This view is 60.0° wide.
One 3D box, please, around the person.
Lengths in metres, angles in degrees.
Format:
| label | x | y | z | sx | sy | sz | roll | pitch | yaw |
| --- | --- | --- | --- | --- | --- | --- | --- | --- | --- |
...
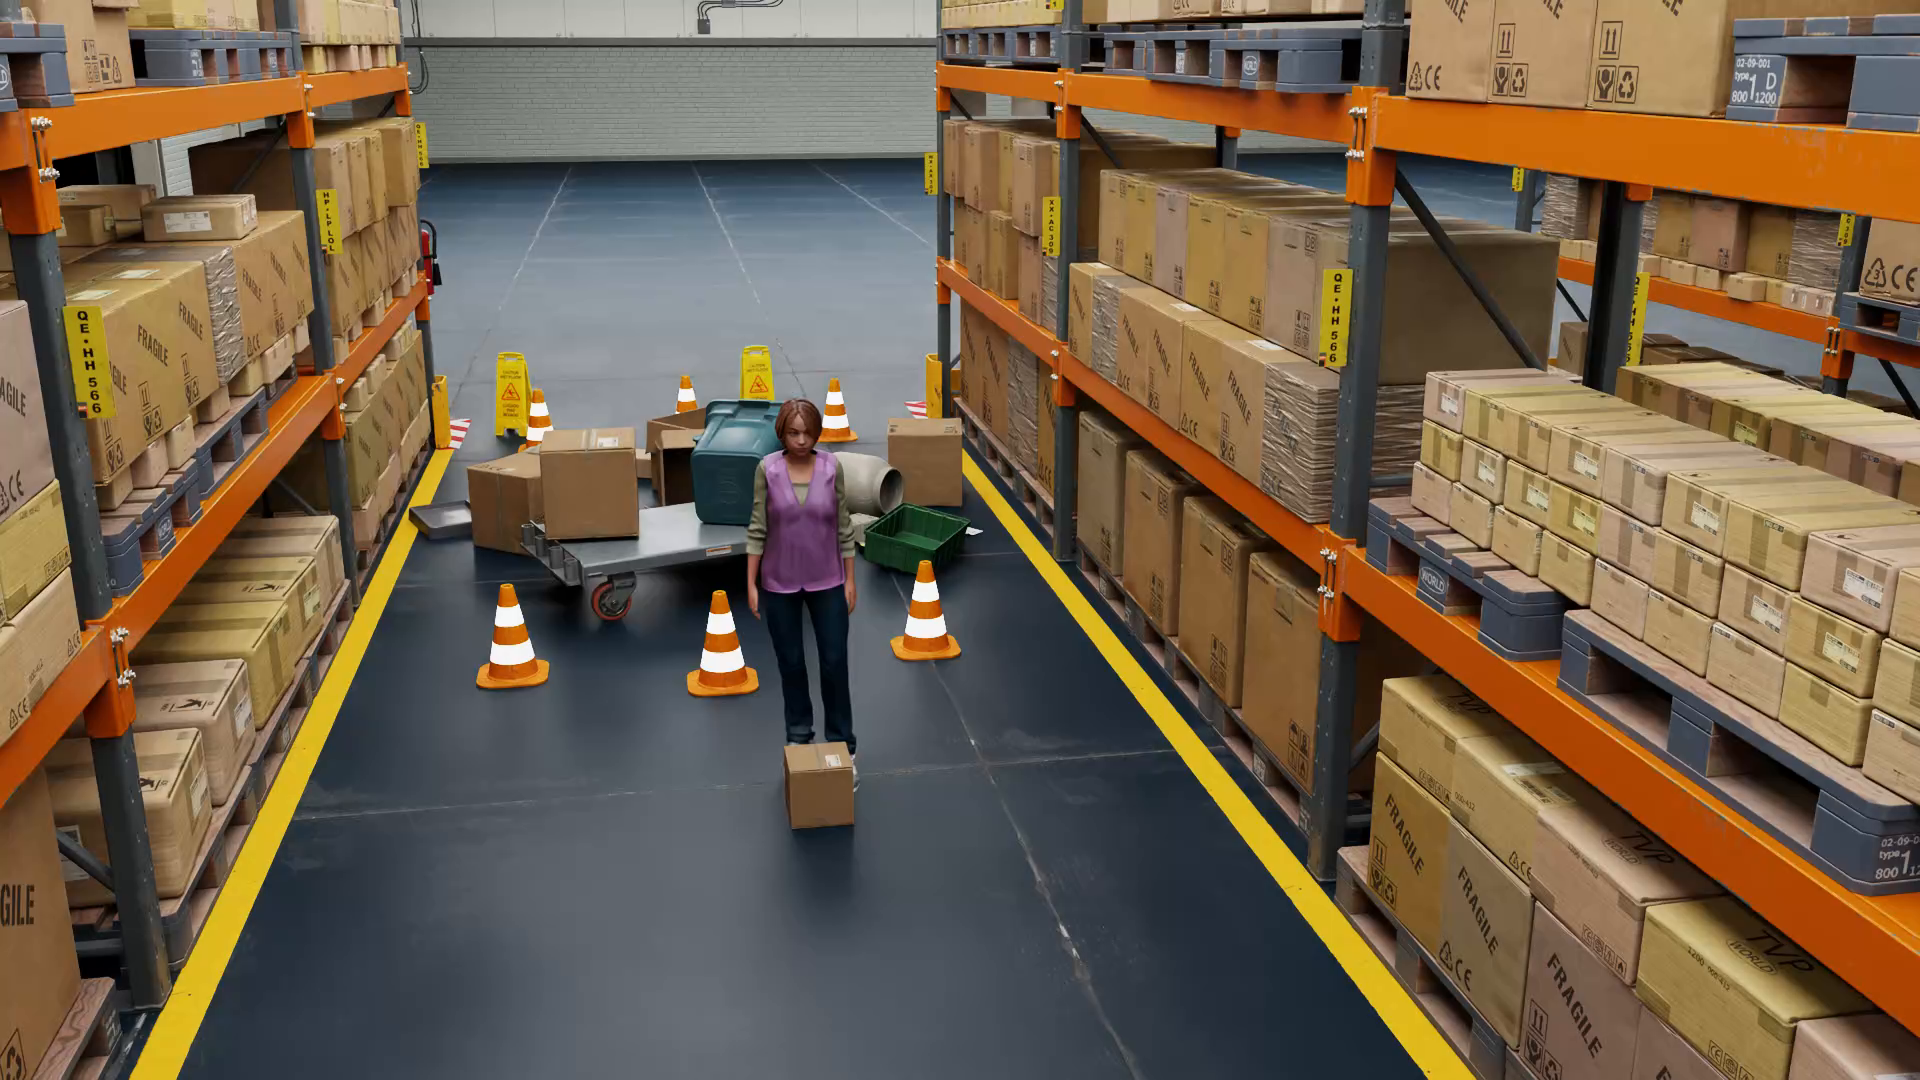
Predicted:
| label | x | y | z | sx | sy | sz | roll | pitch | yaw |
| --- | --- | --- | --- | --- | --- | --- | --- | --- | --- |
| person | -0.646 | 0.220 | 6.816 | 0.449 | 1.610 | 0.476 | -2 | 17 | -5 |
